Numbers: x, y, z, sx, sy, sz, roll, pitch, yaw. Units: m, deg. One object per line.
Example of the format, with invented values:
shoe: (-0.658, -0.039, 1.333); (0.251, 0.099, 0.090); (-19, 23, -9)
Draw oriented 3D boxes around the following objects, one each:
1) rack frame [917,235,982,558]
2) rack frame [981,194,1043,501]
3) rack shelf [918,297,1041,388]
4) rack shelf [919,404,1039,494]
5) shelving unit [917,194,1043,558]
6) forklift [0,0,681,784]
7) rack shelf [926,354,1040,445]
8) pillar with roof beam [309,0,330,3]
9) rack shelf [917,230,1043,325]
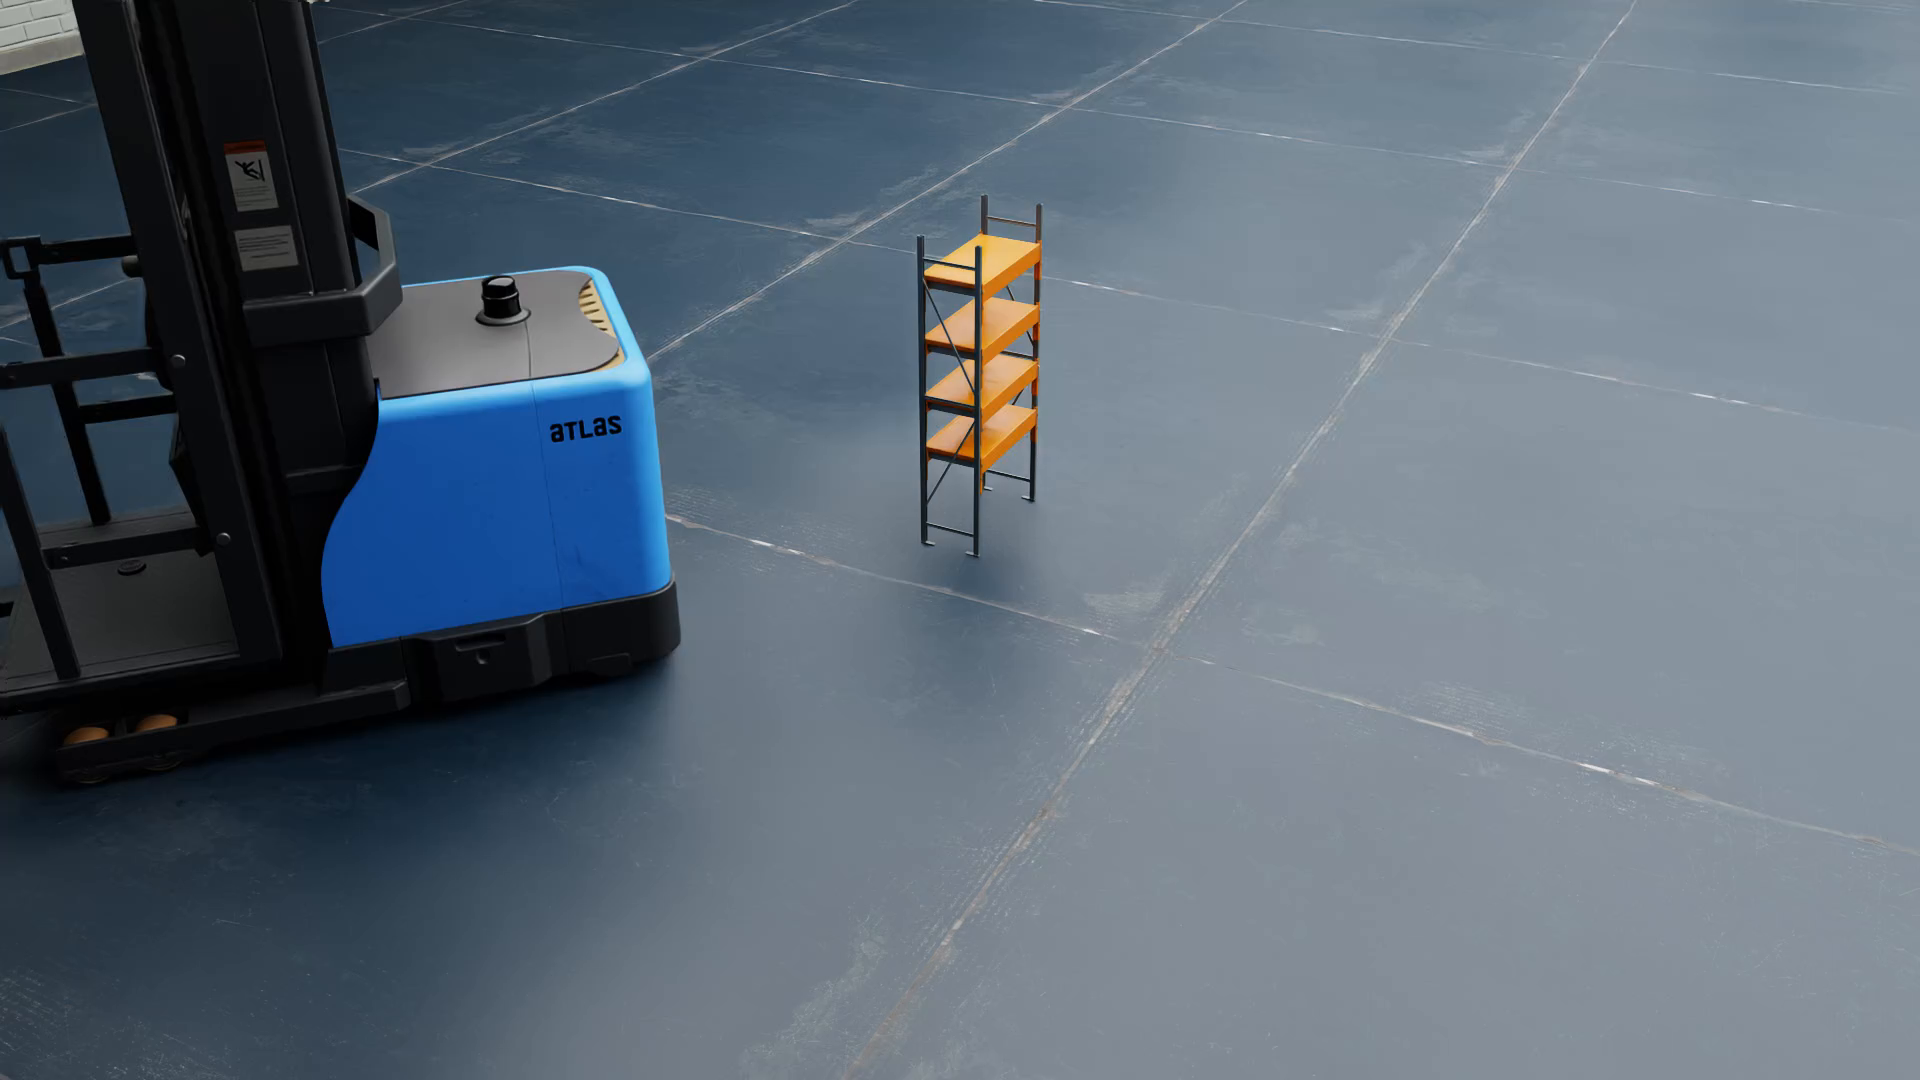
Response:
rack frame: (-0.036, -0.486, 5.891); (0.240, 1.200, 0.015); (14, 33, 23)
rack frame: (0.187, -0.702, 6.267); (0.240, 1.200, 0.015); (14, 33, 23)
rack shelf: (0.075, -0.729, 6.001); (0.258, 0.148, 0.480); (14, 33, 23)
rack shelf: (0.075, -0.363, 6.211); (0.258, 0.148, 0.480); (14, 33, 23)
shelving unit: (0.075, -0.594, 6.079); (0.258, 1.200, 0.503); (14, 33, 23)
forklift: (-2.501, -0.838, 4.767); (3.031, 2.935, 1.130); (-10, 31, -17)
rack shelf: (0.075, -0.535, 6.113); (0.258, 0.148, 0.480); (14, 33, 23)
pillar with roof beam: (-1.828, -7.526, 10.319); (9.100, 9.000, 0.400); (14, 33, 23)
rack shelf: (0.075, -0.934, 5.883); (0.258, 0.148, 0.480); (14, 33, 23)
